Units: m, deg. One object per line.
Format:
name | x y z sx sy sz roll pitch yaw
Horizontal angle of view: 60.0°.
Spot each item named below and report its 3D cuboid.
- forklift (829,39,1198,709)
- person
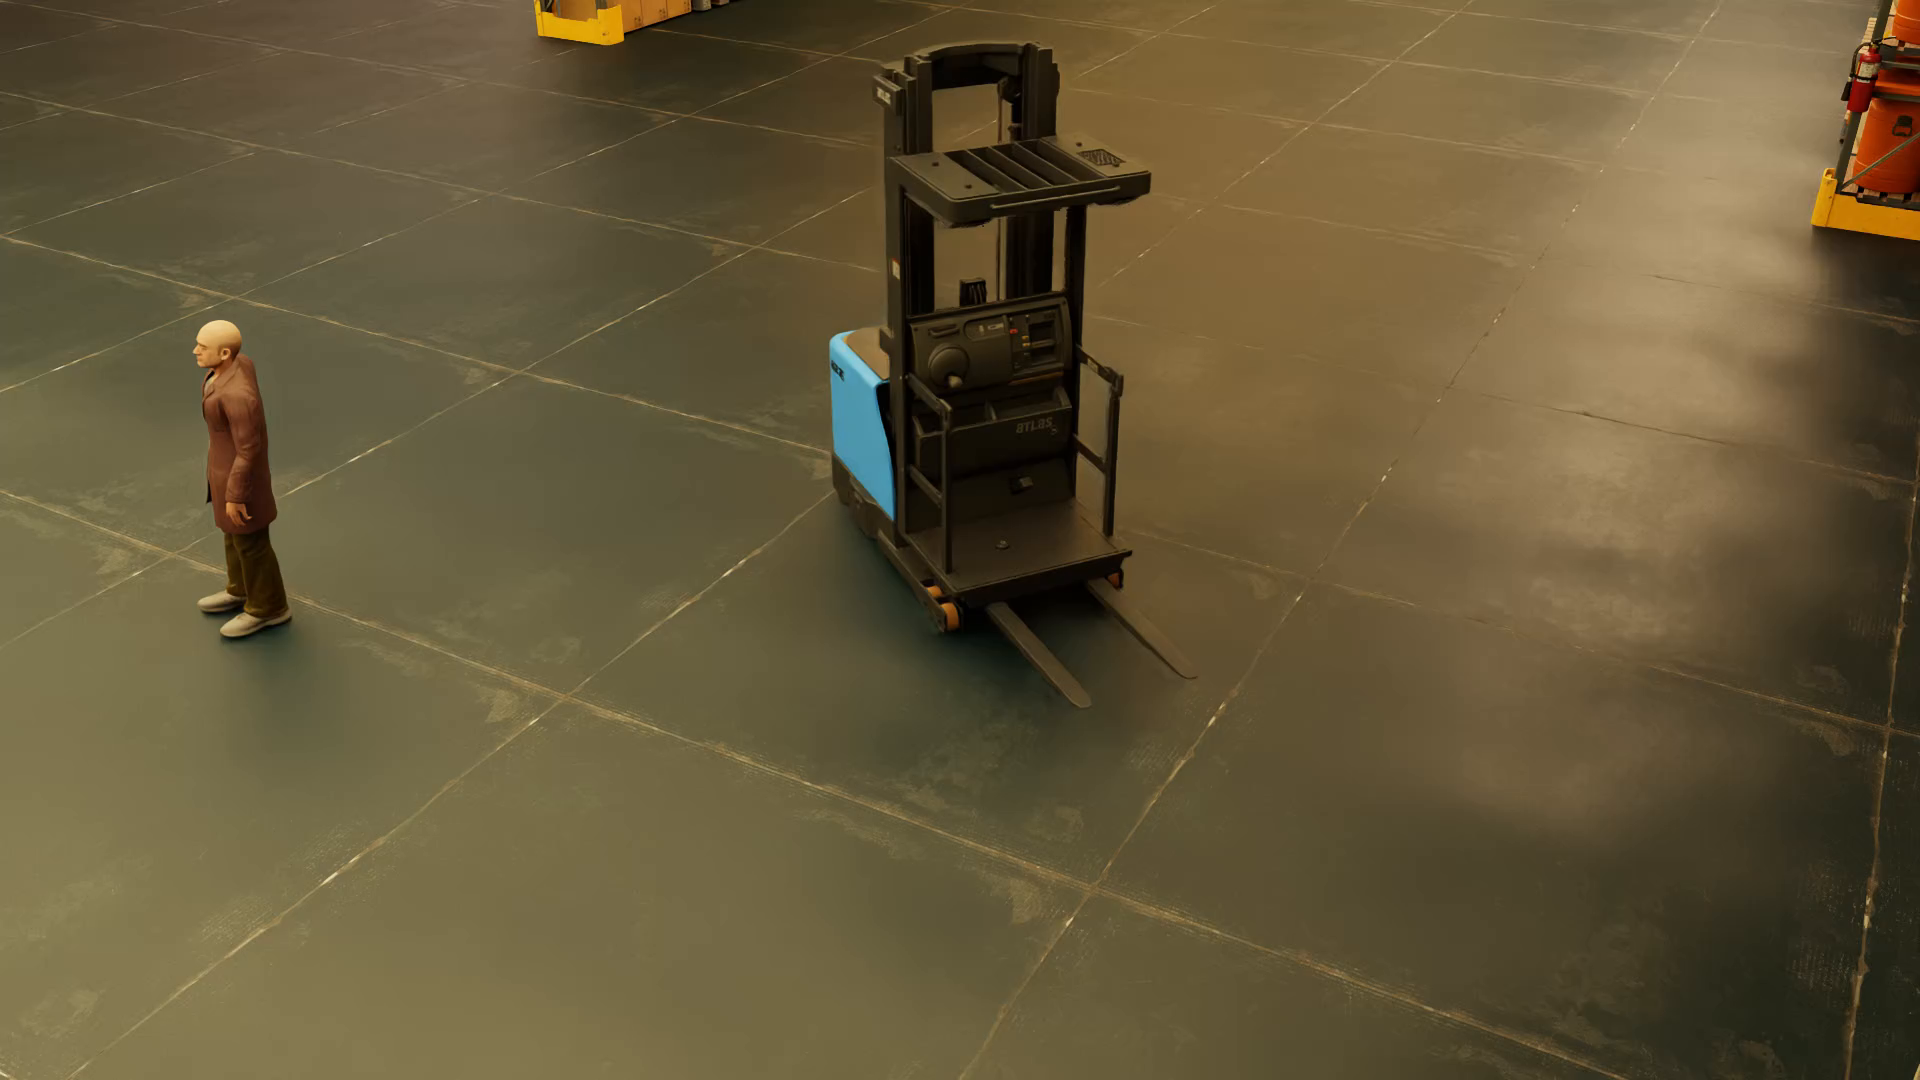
forklift | 0.268 -1.009 8.819 1.130 2.935 3.031 -13 32 -21
person | -3.889 -0.310 8.753 0.570 1.781 0.692 -13 32 -21
